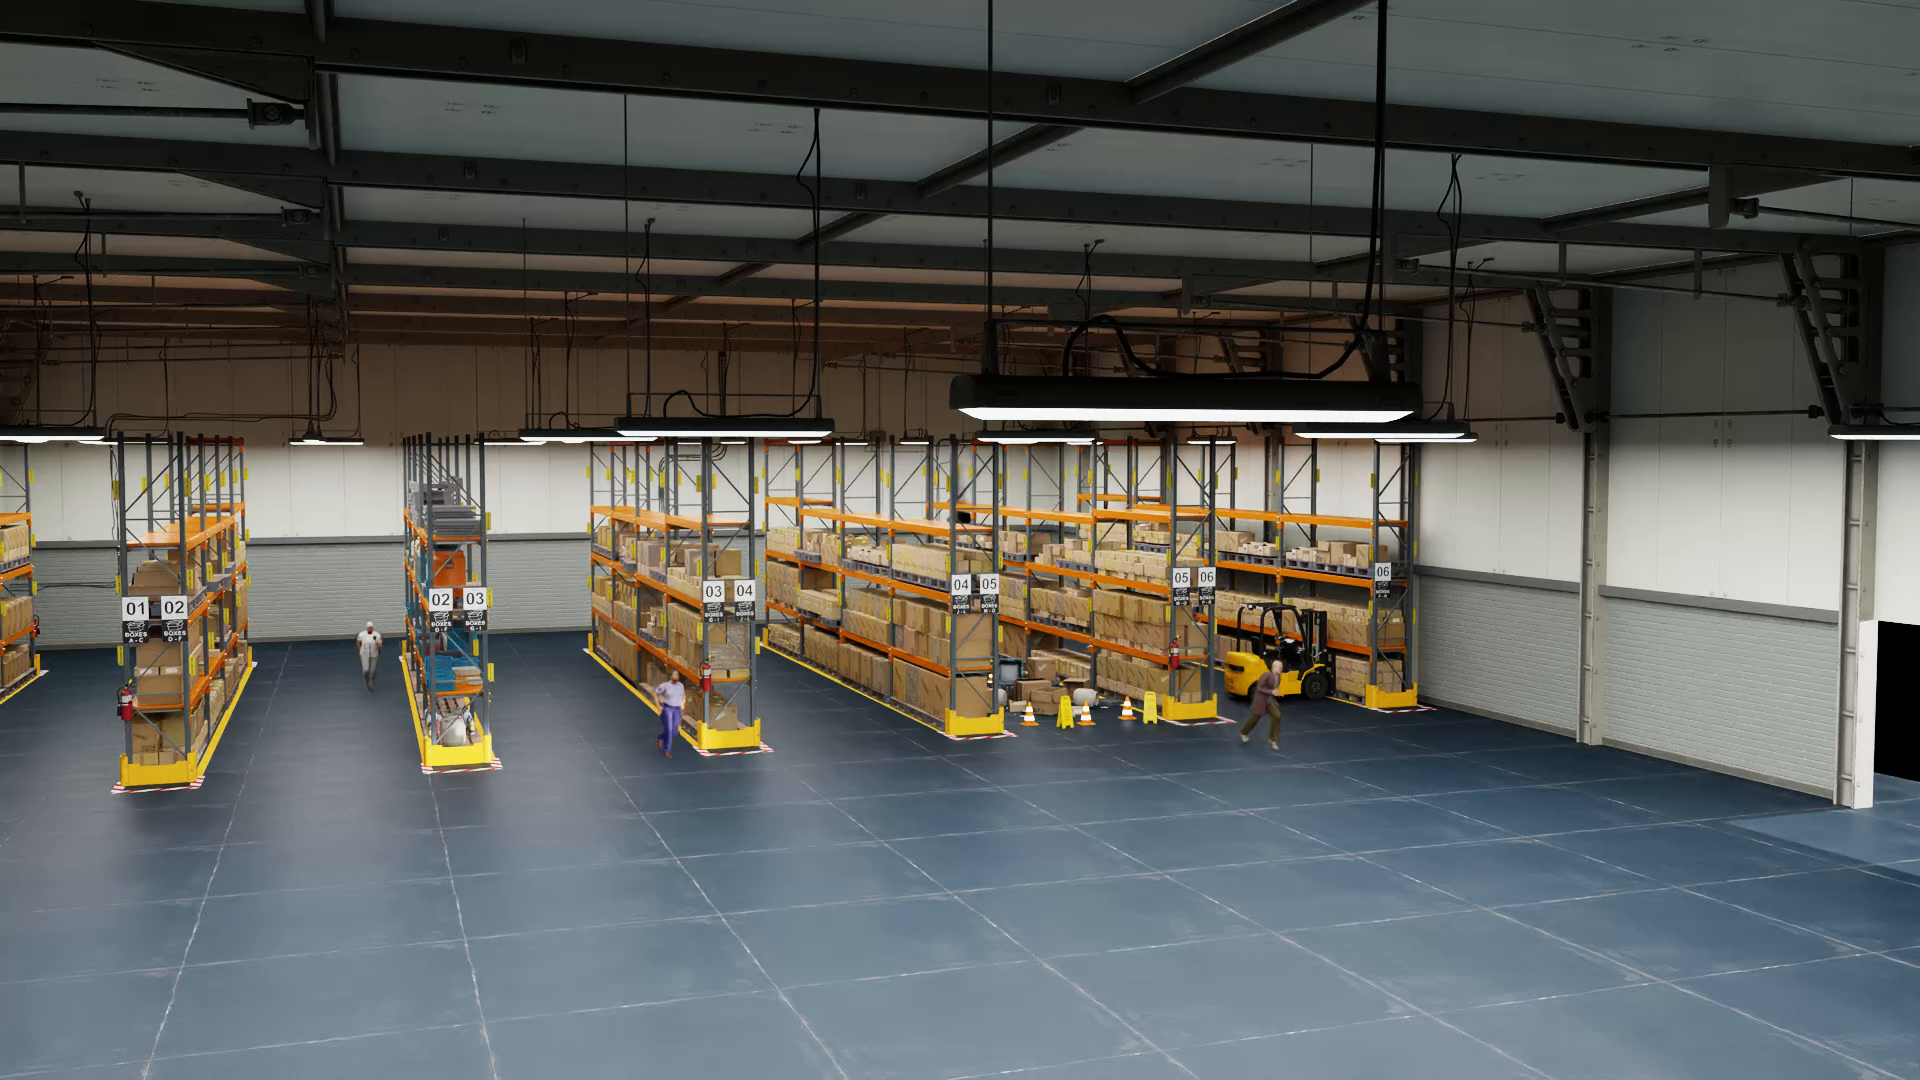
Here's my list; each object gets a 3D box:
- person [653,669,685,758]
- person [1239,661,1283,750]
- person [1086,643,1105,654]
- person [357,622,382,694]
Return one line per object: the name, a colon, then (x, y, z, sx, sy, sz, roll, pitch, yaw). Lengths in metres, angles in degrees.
person: (-5.409, 3.222, 31.061, 0.655, 1.620, 0.684, -3, 4, -41)
person: (5.790, 3.142, 31.859, 0.752, 1.744, 1.068, -3, 4, -41)
person: (3.654, 2.282, 45.911, 0.672, 1.783, 0.884, -2, 4, -27)
person: (-13.835, 2.762, 39.013, 0.532, 1.716, 0.819, -2, 4, -26)
